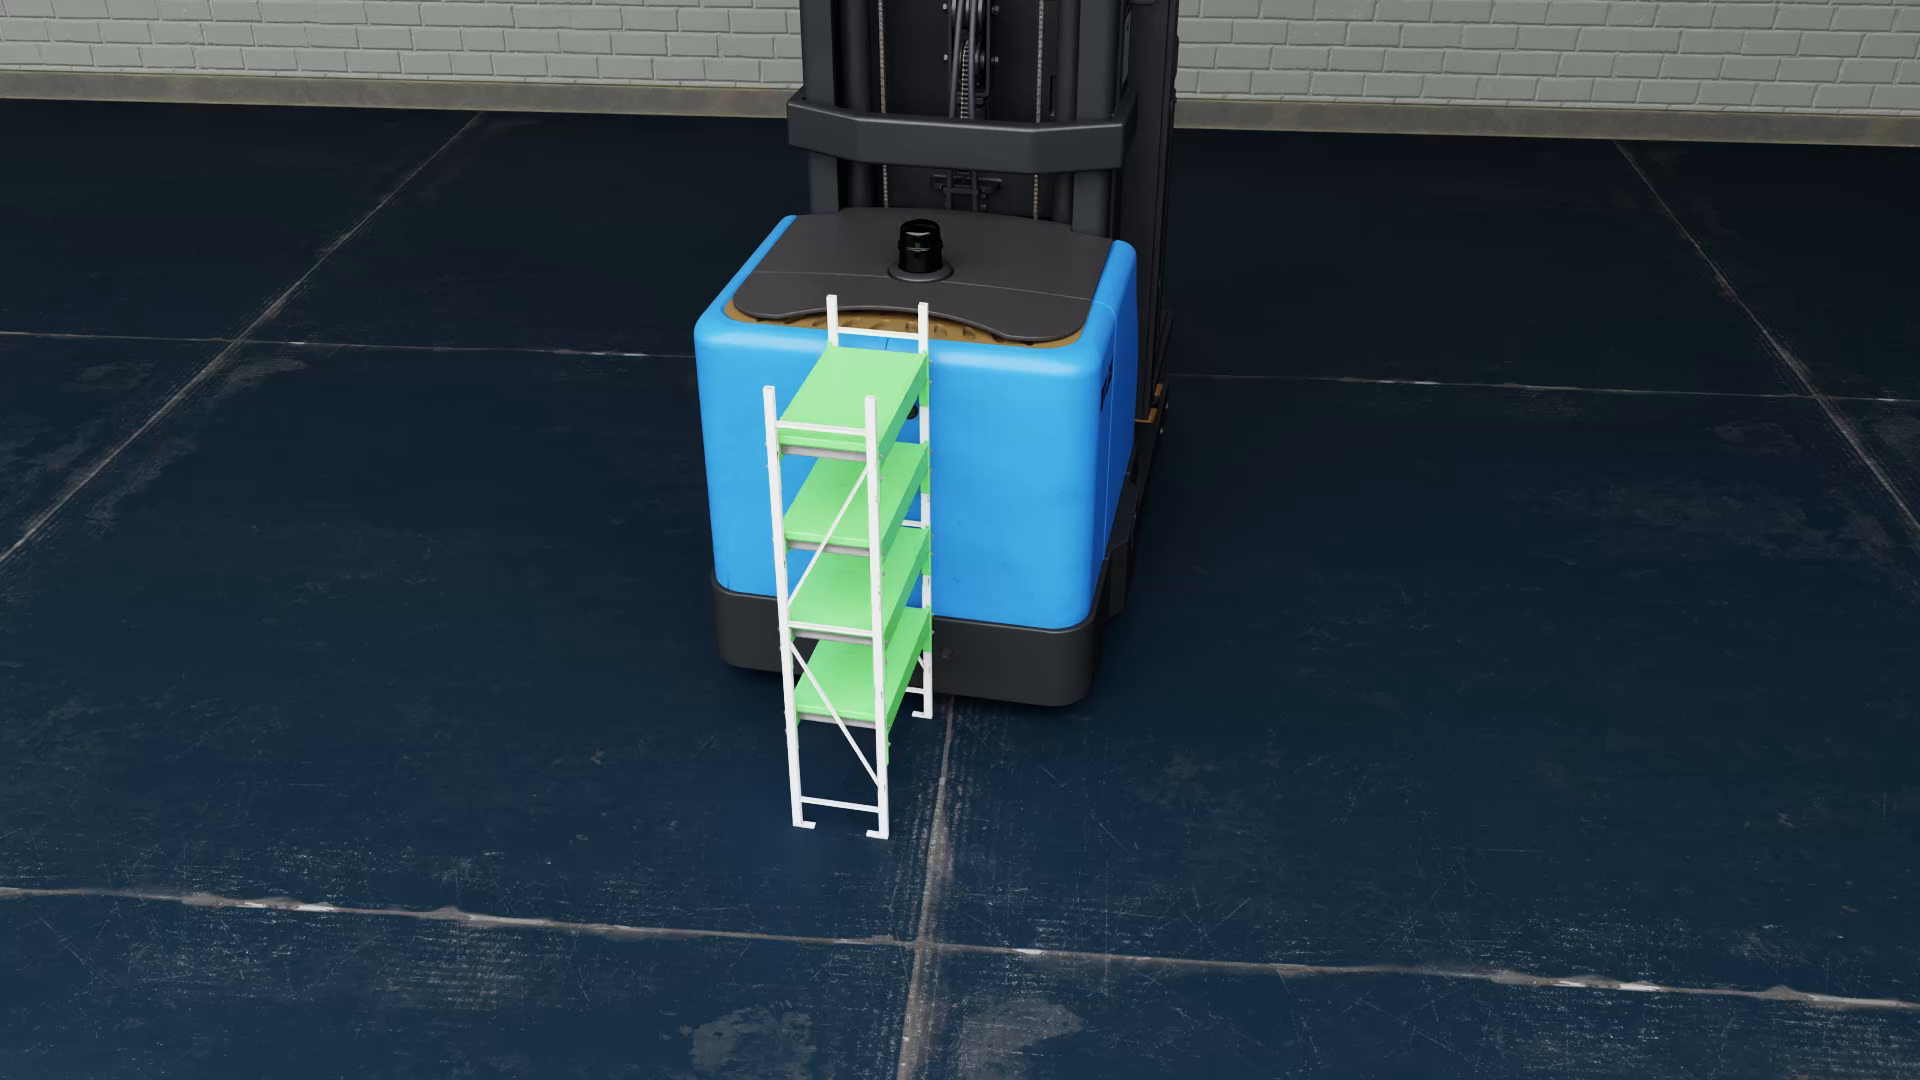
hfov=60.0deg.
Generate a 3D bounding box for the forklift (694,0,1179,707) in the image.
[{"bbox_3d":[0.129,-1.569,5.002,1.130,2.935,3.031,6,32,10],"label":"forklift"}]

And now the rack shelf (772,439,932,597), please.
[{"bbox_3d":[-0.243,-0.072,3.887,0.258,0.148,0.480,6,32,10],"label":"rack shelf"}]

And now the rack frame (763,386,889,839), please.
[{"bbox_3d":[-0.293,0.204,3.776,0.240,1.200,0.015,6,32,10],"label":"rack frame"}]

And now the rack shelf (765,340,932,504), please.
[{"bbox_3d":[-0.243,-0.276,3.761,0.258,0.148,0.480,6,32,10],"label":"rack shelf"}]

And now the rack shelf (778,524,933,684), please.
[{"bbox_3d":[-0.243,0.133,4.013,0.258,0.148,0.480,6,32,10],"label":"rack shelf"}]

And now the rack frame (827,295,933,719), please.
[{"bbox_3d":[-0.193,-0.047,4.183,0.240,1.200,0.015,6,32,10],"label":"rack frame"}]

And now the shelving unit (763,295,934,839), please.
[{"bbox_3d":[-0.243,0.078,3.979,0.258,1.200,0.503,6,32,10],"label":"shelving unit"}]

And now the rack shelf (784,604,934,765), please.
[{"bbox_3d":[-0.243,0.337,4.139,0.258,0.148,0.480,6,32,10],"label":"rack shelf"}]
